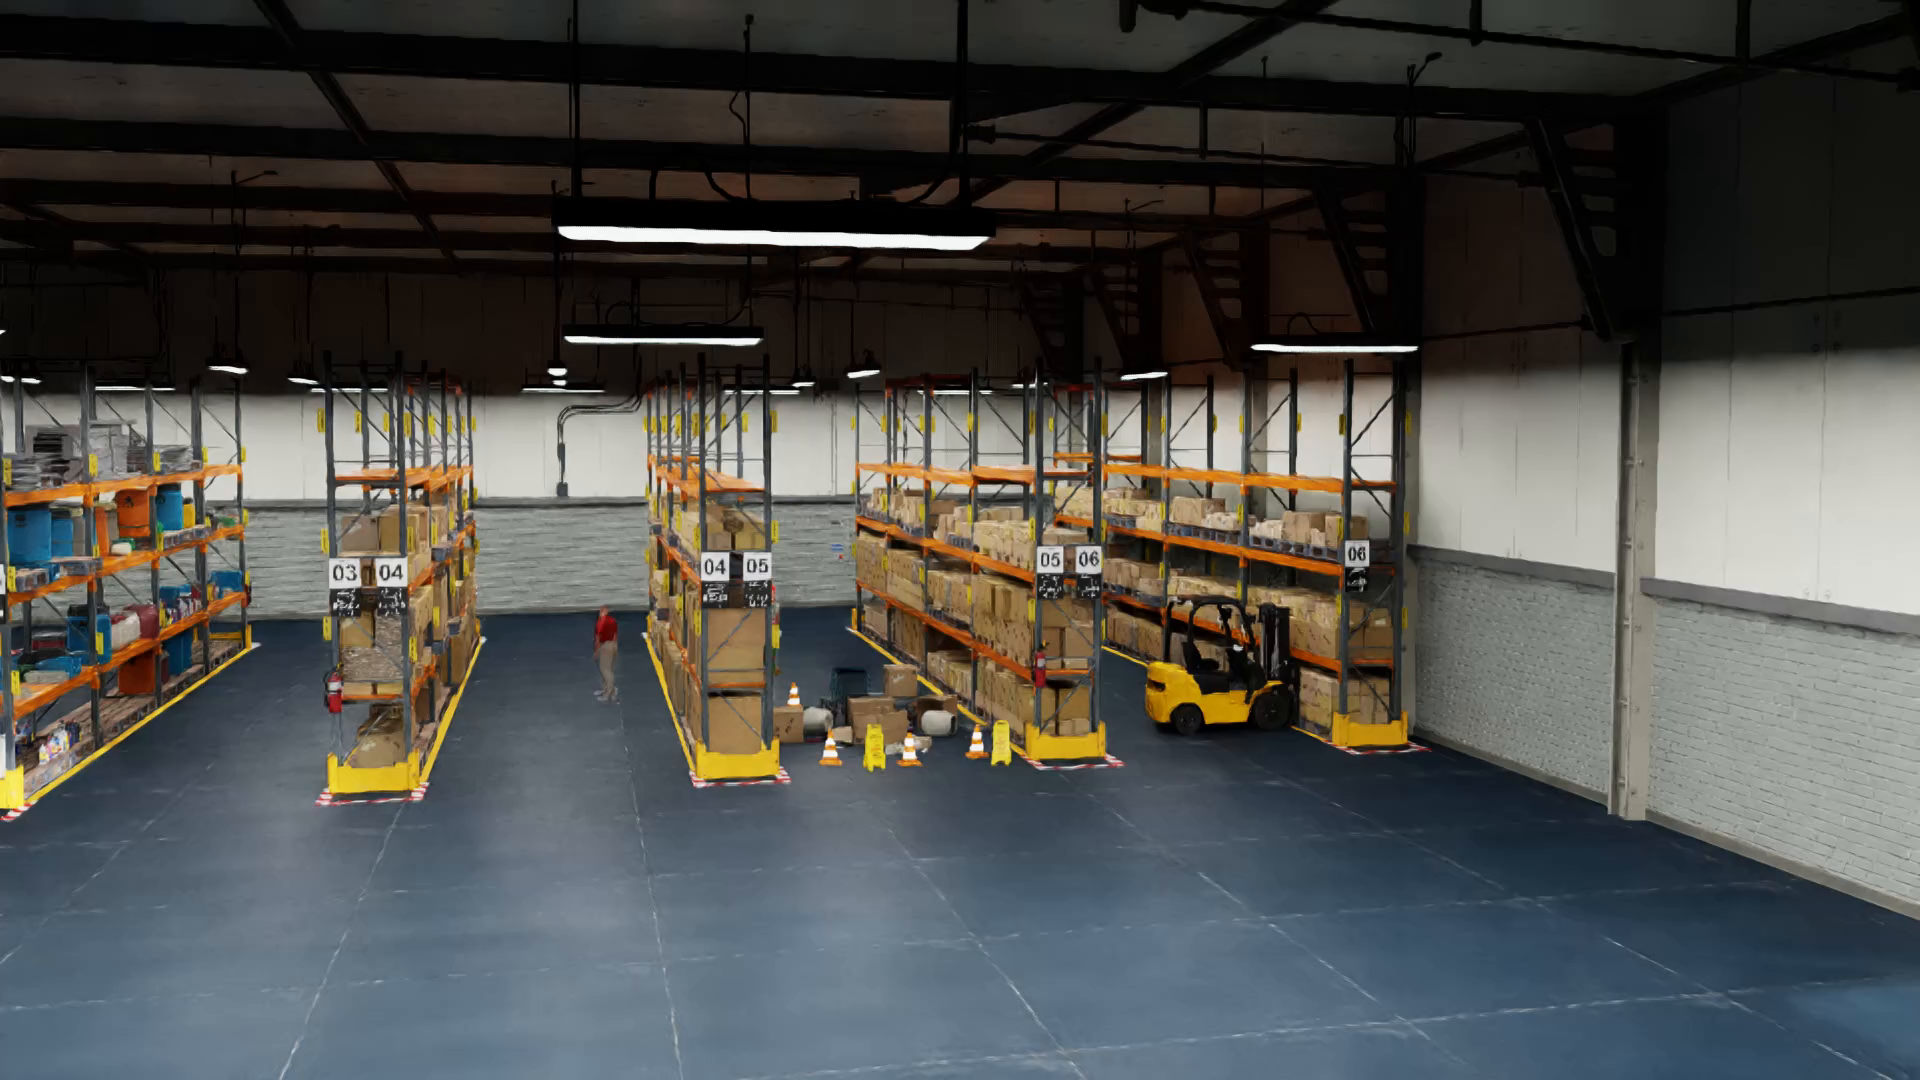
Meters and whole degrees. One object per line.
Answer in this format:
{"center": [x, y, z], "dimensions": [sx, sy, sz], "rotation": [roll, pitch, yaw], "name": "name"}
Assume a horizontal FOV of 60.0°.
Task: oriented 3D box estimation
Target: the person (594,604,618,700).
{"center": [-6.489, 2.020, 30.333], "dimensions": [0.586, 1.717, 0.654], "rotation": [1, 4, 19], "name": "person"}

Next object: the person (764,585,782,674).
{"center": [-3.769, 1.769, 33.383], "dimensions": [0.450, 1.789, 0.605], "rotation": [-4, 6, -44], "name": "person"}
